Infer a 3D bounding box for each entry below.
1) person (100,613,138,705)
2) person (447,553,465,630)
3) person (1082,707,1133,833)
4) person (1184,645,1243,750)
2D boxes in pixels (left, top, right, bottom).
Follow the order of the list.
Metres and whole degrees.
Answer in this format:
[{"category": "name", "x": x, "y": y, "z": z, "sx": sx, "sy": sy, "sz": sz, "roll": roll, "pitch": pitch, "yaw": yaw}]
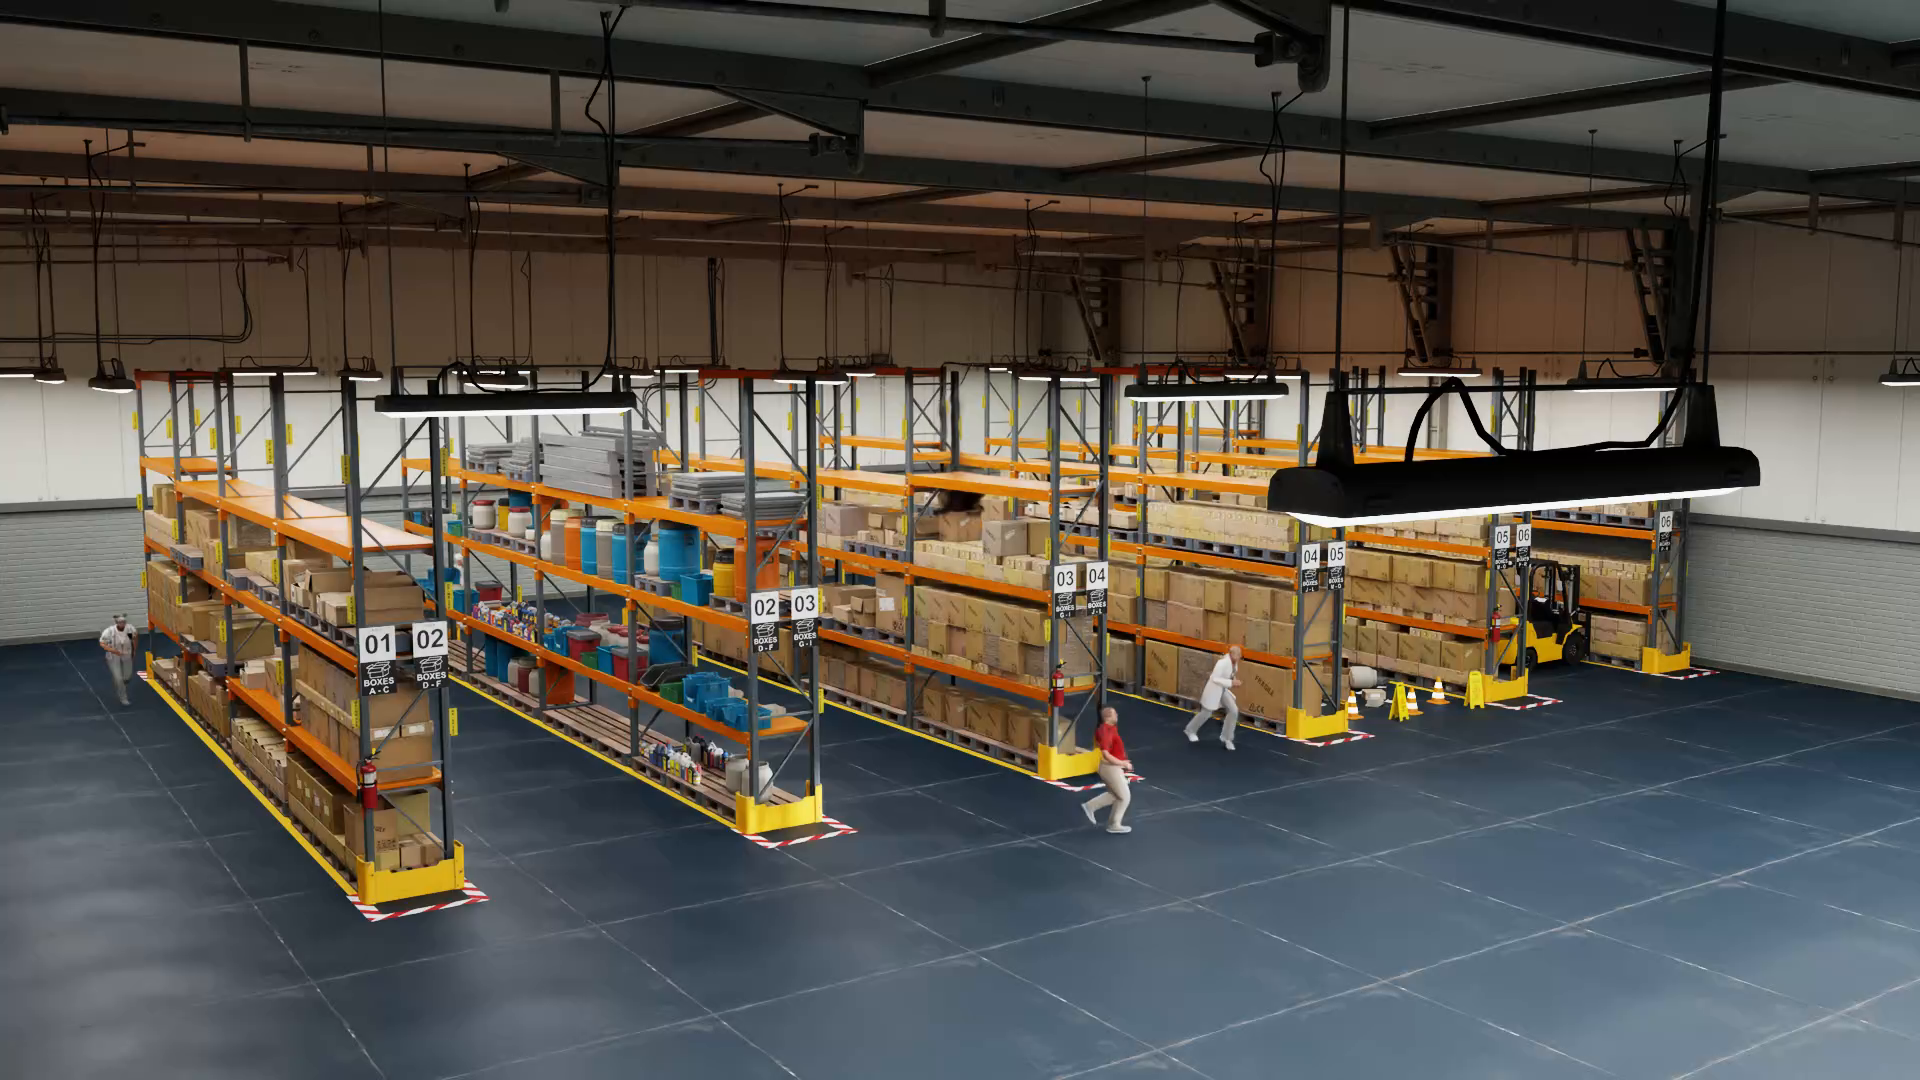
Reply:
[{"category": "person", "x": -15.147, "y": 2.130, "z": 29.987, "sx": 0.656, "sy": 1.705, "sz": 0.765, "roll": -5, "pitch": 8, "yaw": -36}, {"category": "person", "x": -11.486, "y": 1.177, "z": 38.064, "sx": 0.677, "sy": 1.752, "sz": 0.670, "roll": -1, "pitch": 7, "yaw": -11}, {"category": "person", "x": 1.945, "y": 3.028, "z": 21.906, "sx": 0.644, "sy": 1.675, "sz": 0.664, "roll": 0, "pitch": 6, "yaw": -4}, {"category": "person", "x": 4.093, "y": 2.514, "z": 26.733, "sx": 1.071, "sy": 1.740, "sz": 0.753, "roll": 5, "pitch": 8, "yaw": 38}]
